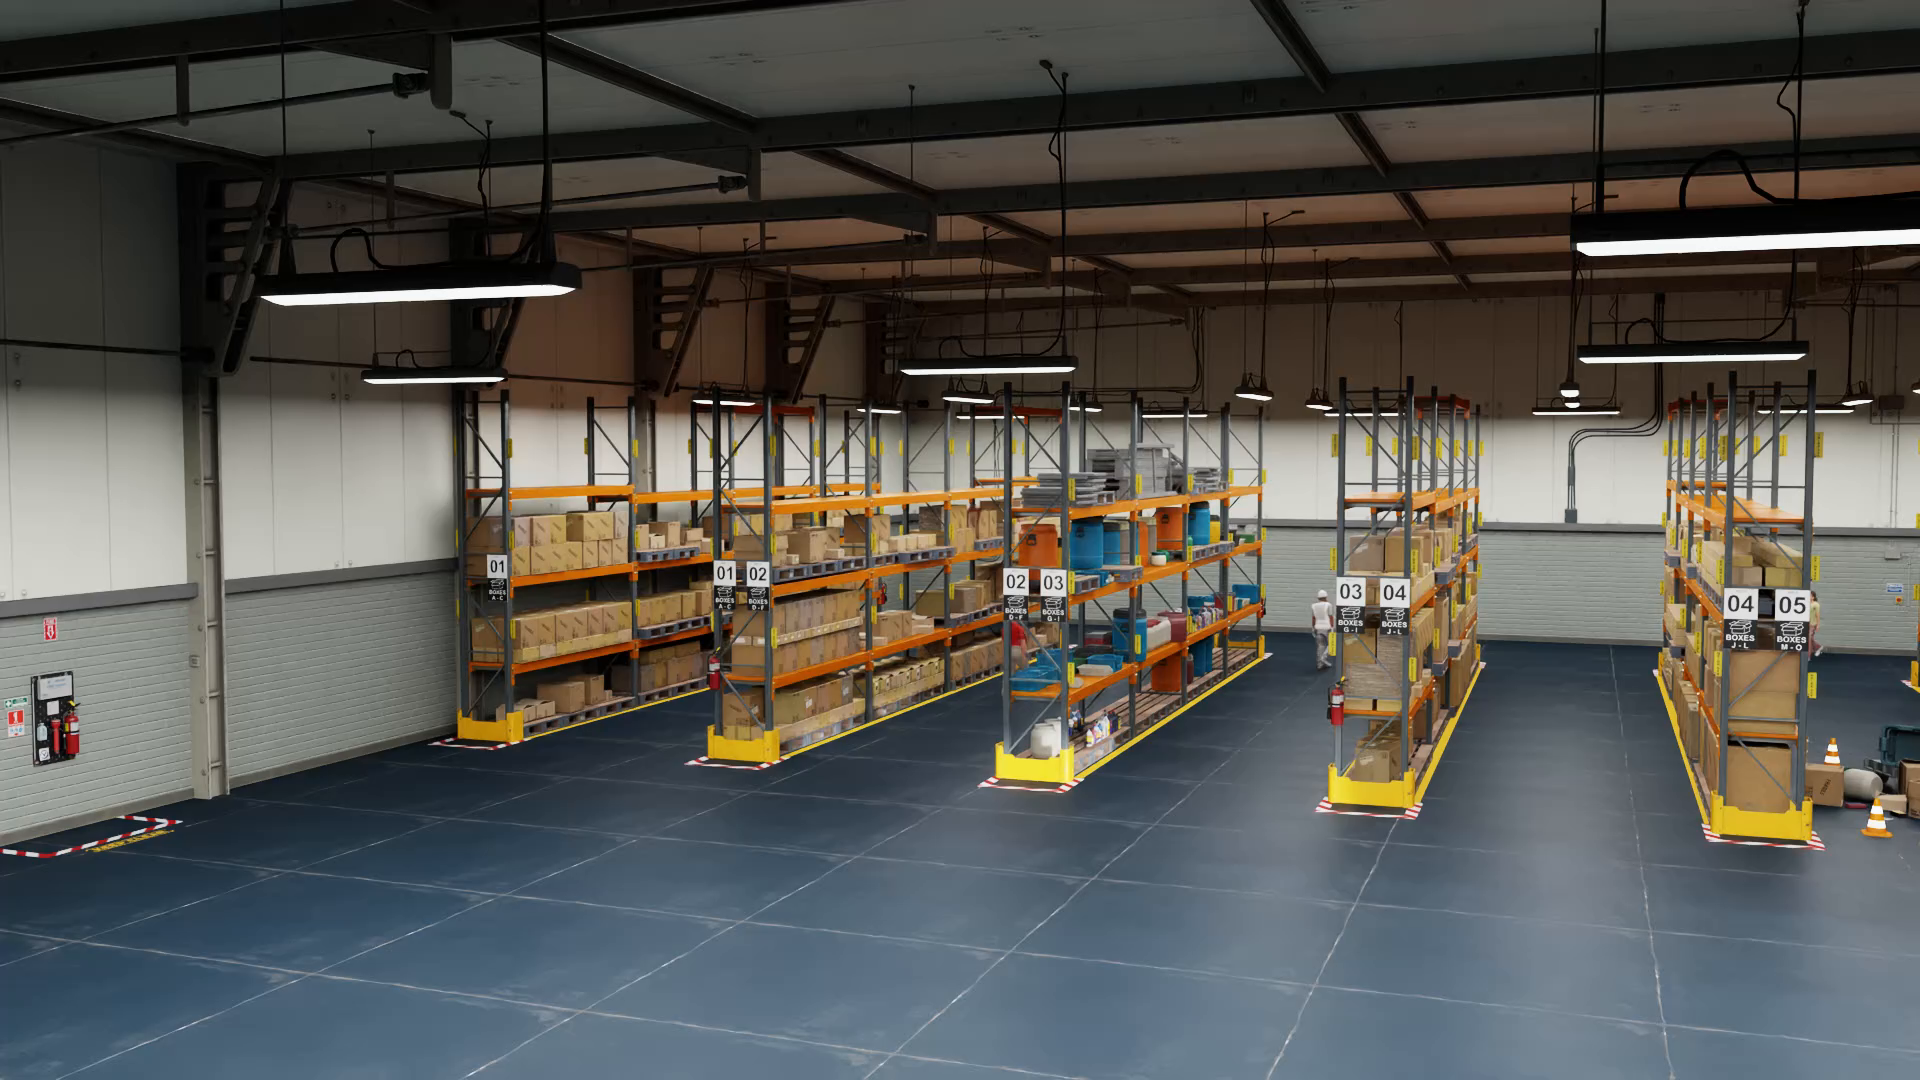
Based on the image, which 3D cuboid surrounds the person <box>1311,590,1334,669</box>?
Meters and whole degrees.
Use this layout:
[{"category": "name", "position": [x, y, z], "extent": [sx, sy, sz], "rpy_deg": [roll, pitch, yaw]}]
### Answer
[{"category": "person", "position": [8.215, 2.035, 37.684], "extent": [0.600, 1.780, 0.500], "rpy_deg": [3, 4, 42]}]

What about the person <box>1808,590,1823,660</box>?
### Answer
[{"category": "person", "position": [20.075, 2.004, 39.163], "extent": [0.744, 1.649, 0.456], "rpy_deg": [-1, 3, -18]}]

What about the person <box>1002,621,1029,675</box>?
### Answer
[{"category": "person", "position": [1.092, 2.309, 33.269], "extent": [0.575, 1.729, 0.526], "rpy_deg": [2, 4, 35]}]
